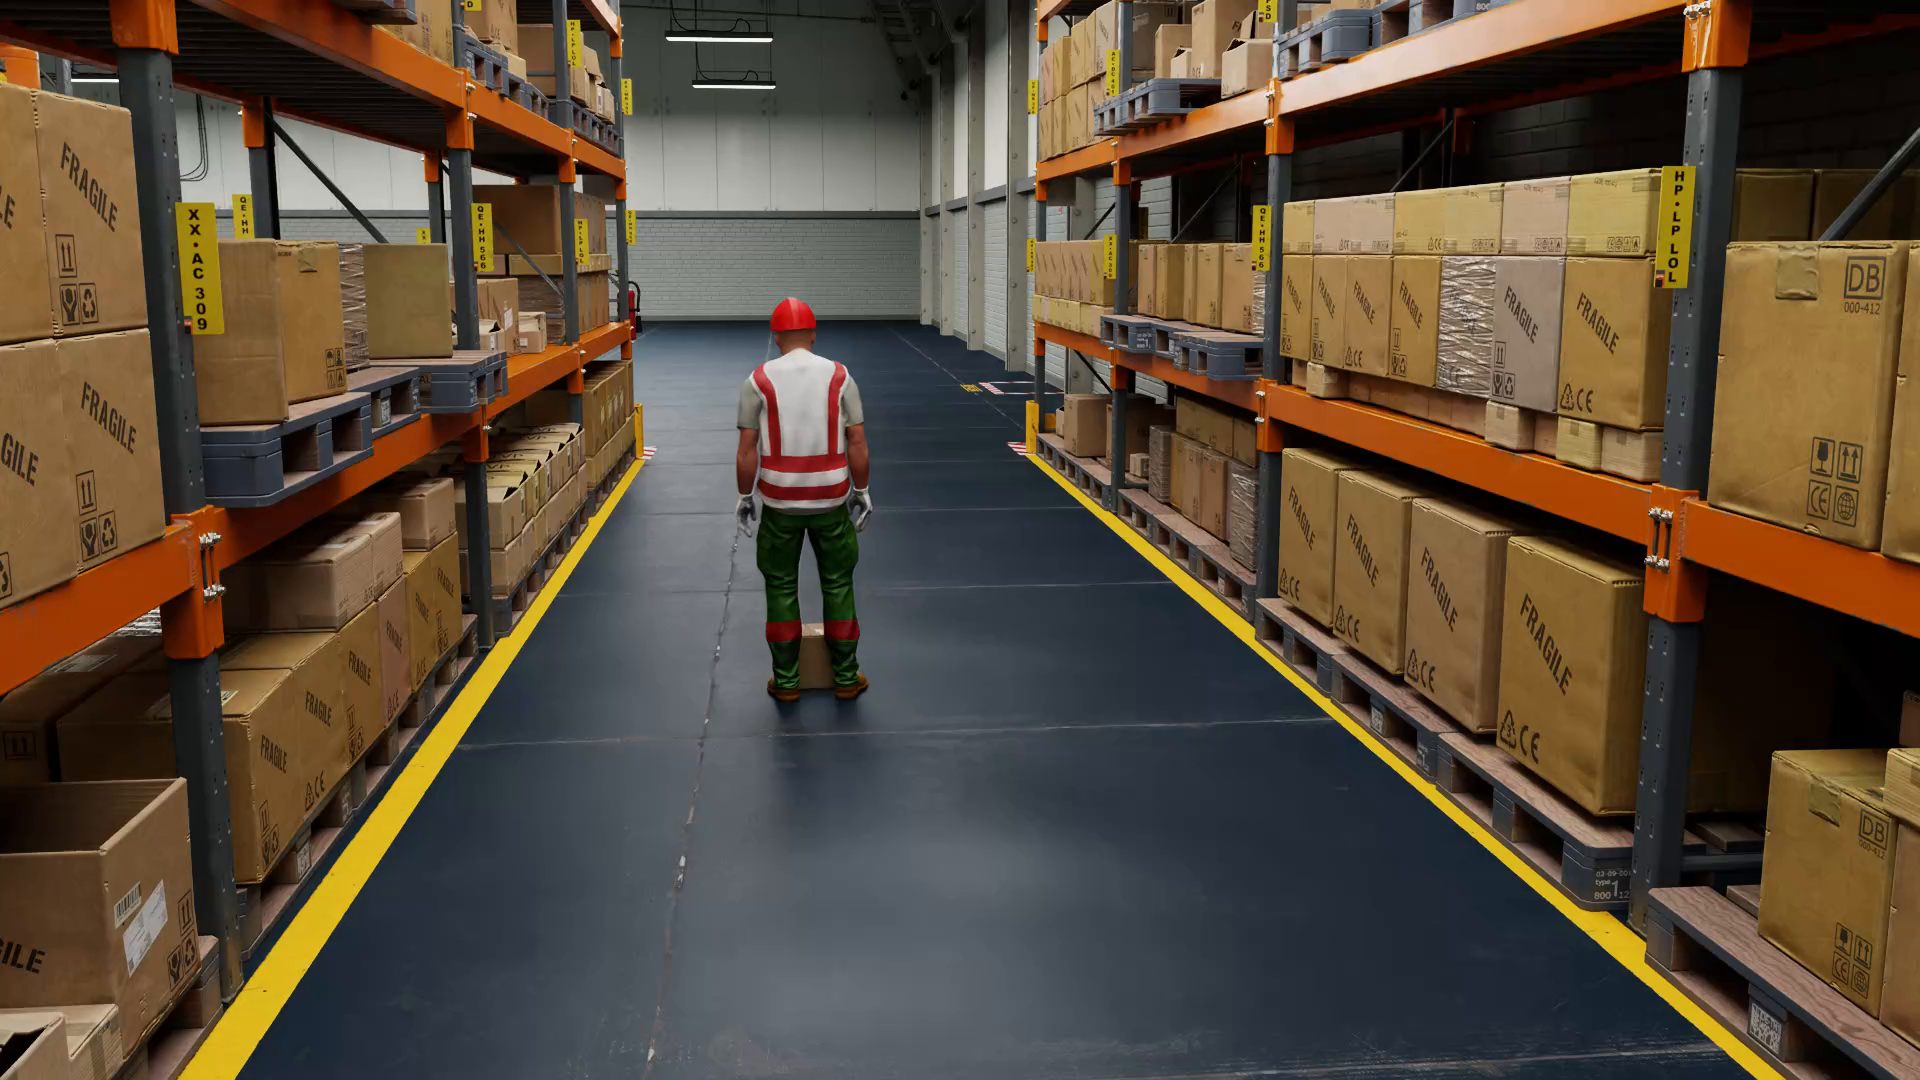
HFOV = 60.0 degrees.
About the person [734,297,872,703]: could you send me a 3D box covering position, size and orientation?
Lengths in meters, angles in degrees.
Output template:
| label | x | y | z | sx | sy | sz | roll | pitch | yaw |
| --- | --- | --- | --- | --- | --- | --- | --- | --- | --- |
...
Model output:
| label | x | y | z | sx | sy | sz | roll | pitch | yaw |
| --- | --- | --- | --- | --- | --- | --- | --- | --- | --- |
| person | -0.693 | -0.175 | 7.364 | 0.613 | 1.778 | 0.452 | -2 | 10 | -9 |
